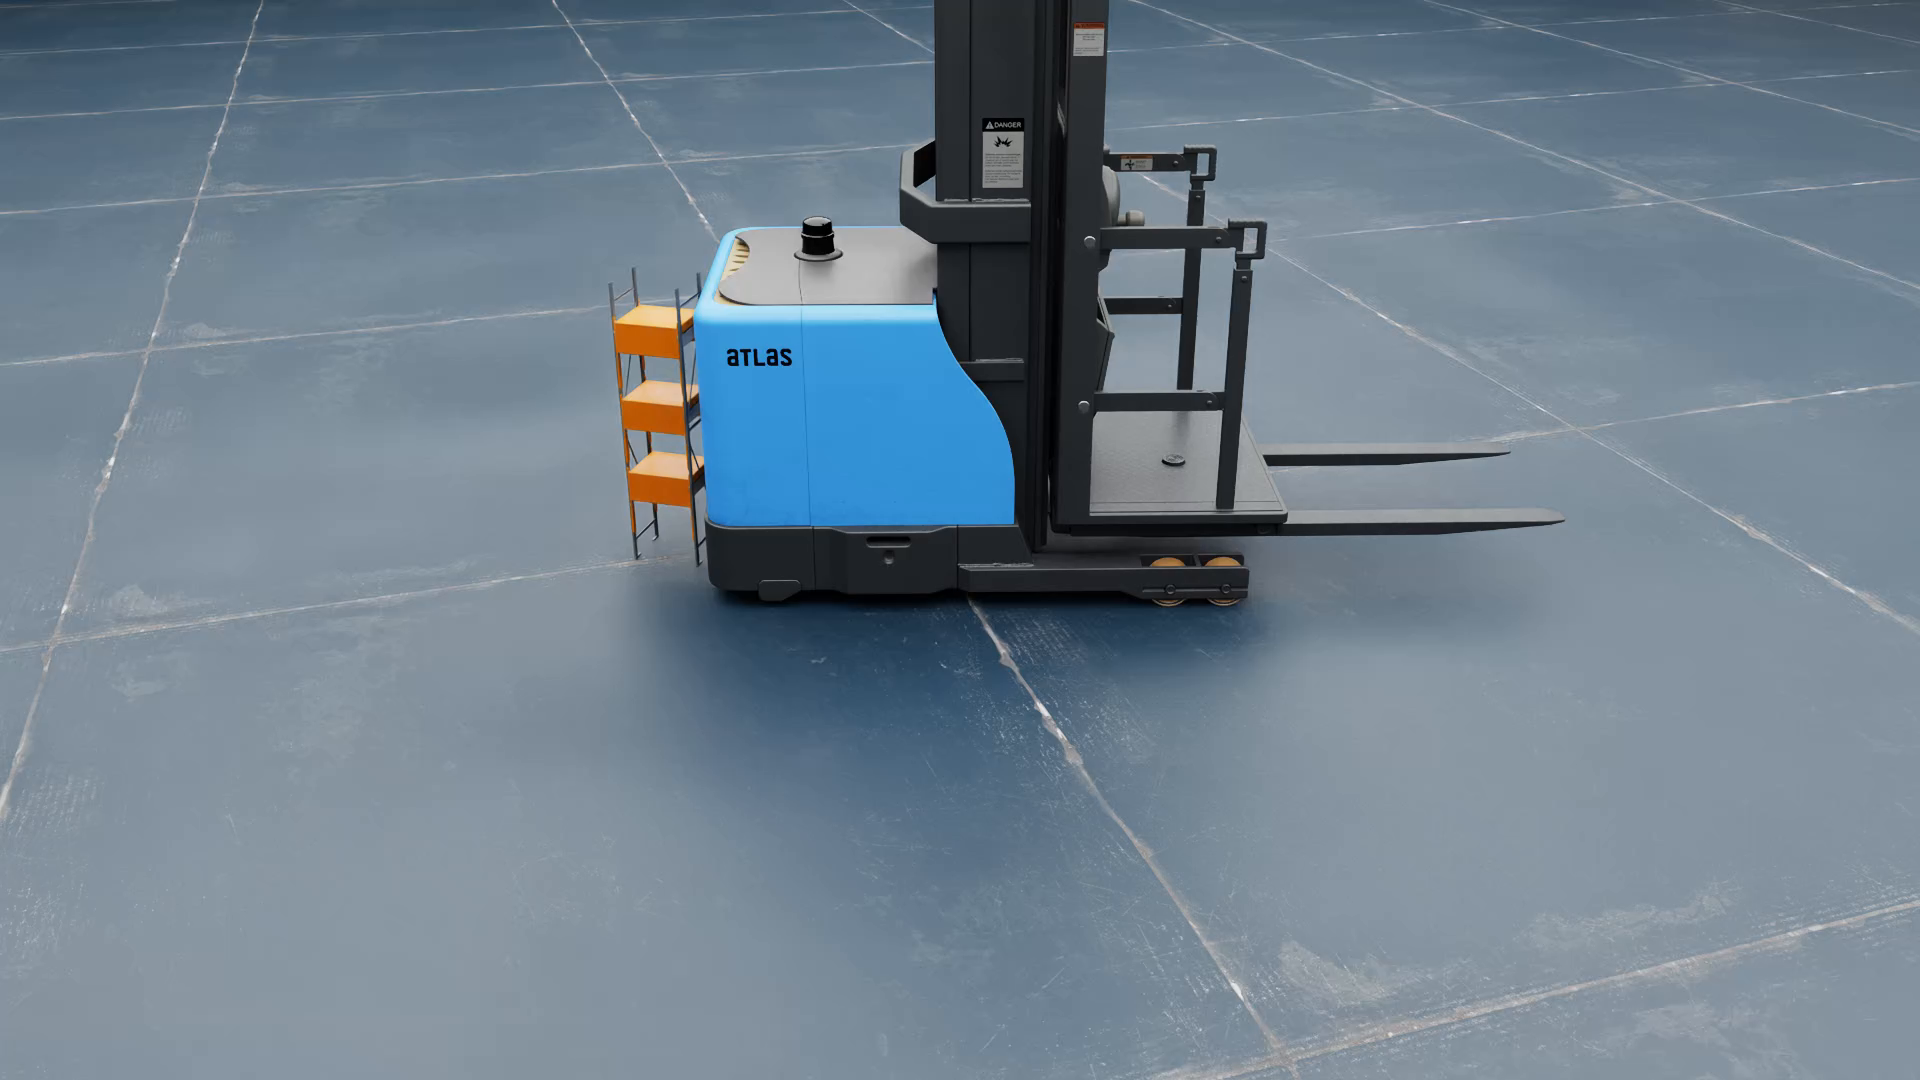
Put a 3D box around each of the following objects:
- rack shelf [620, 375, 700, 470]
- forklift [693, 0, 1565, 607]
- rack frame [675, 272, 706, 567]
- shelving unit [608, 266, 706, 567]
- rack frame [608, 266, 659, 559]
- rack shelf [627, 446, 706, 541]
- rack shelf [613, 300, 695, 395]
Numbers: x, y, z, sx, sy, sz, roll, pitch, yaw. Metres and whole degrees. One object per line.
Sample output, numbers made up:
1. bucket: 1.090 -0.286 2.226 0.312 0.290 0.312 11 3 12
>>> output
1. rack shelf: -1.048 -0.421 5.940 0.240 0.259 0.215 7 27 14
2. forklift: 0.627 -1.318 5.610 3.031 2.935 1.130 -1 26 -1
3. rack frame: -0.931 -0.416 5.907 0.008 1.050 0.200 7 27 14
4. shelving unit: -1.048 -0.430 5.935 0.252 1.050 0.215 7 27 14
5. rack frame: -1.166 -0.445 5.964 0.008 1.050 0.200 7 27 14
6. rack shelf: -1.049 -0.172 6.063 0.240 0.259 0.215 7 27 14
7. rack shelf: -1.048 -0.676 5.815 0.240 0.259 0.215 7 27 14
